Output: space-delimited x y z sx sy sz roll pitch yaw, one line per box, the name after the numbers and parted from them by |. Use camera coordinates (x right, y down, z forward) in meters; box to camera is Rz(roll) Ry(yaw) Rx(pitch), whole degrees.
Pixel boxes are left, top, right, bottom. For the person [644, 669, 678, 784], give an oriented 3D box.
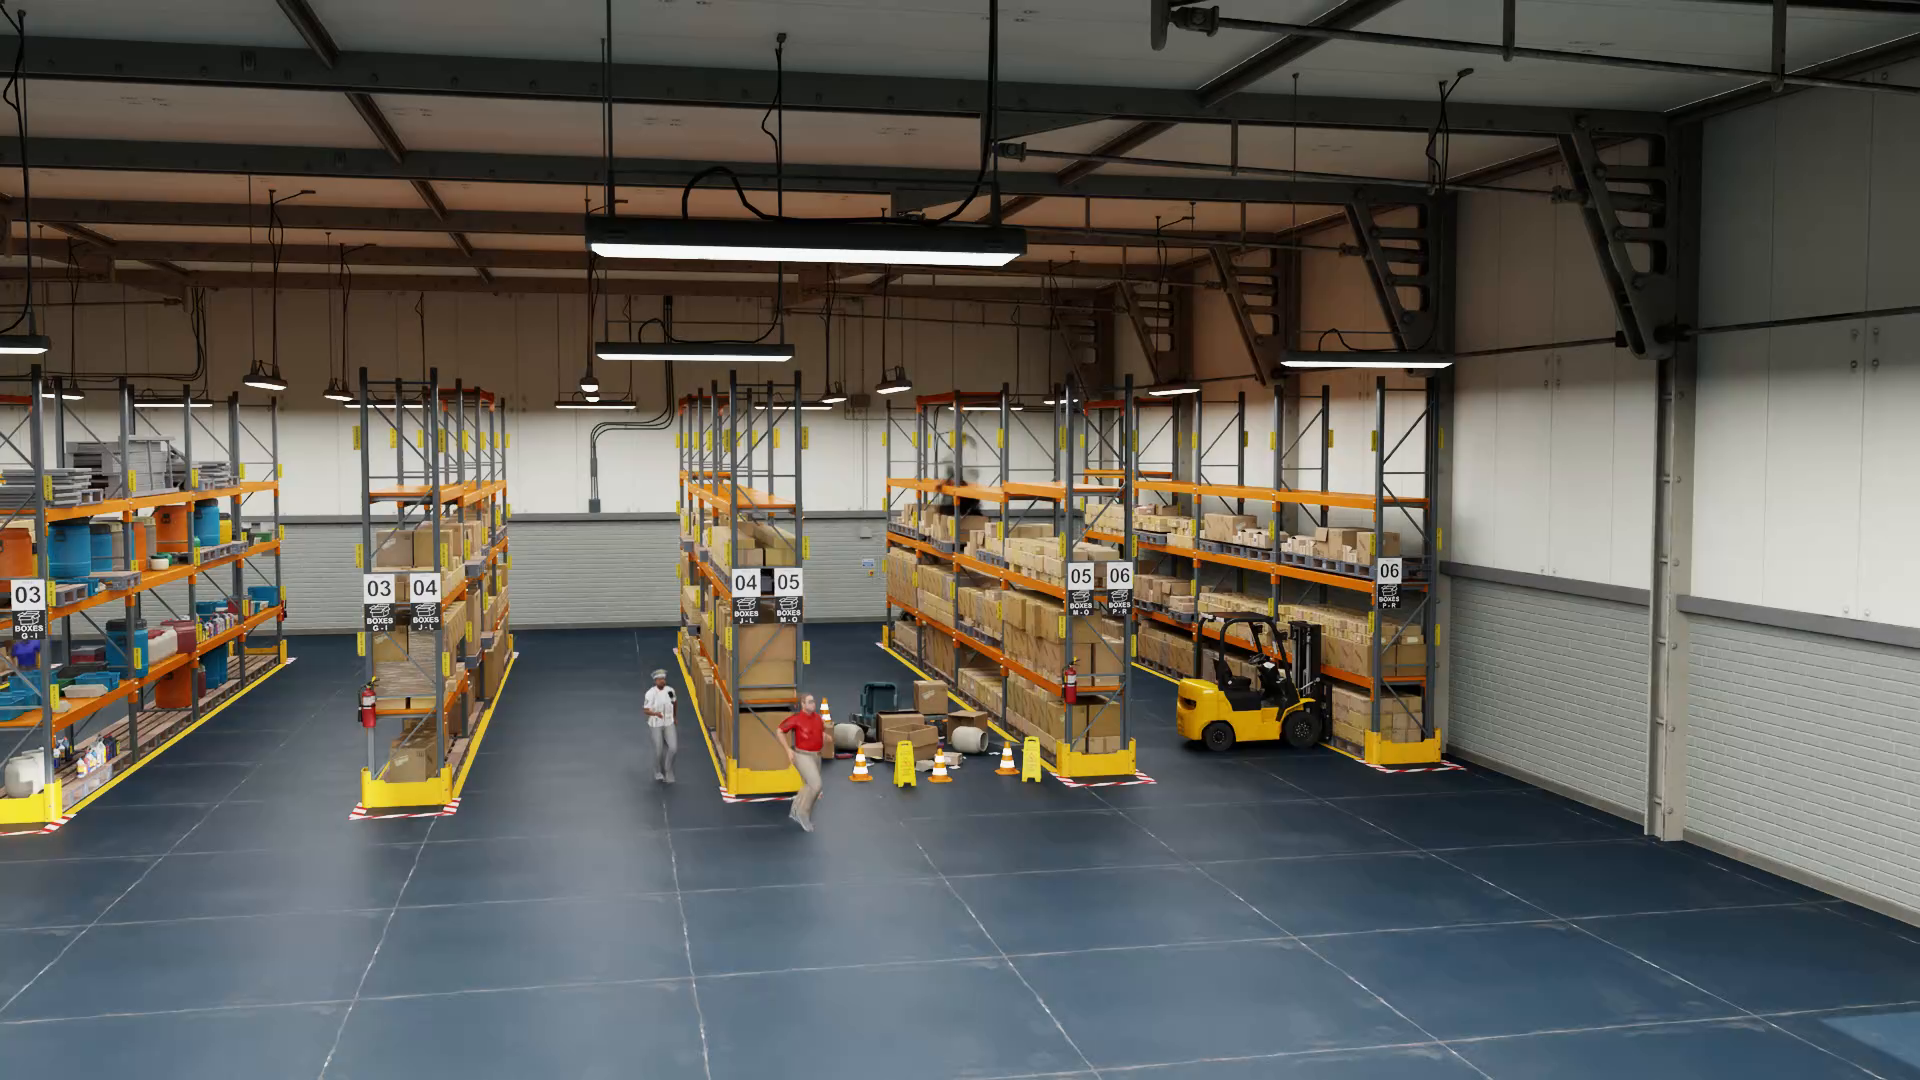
-4.331 2.726 24.253 0.548 1.698 0.673 -2 4 -24 | person

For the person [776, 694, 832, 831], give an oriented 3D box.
-1.950 2.874 21.500 0.727 1.768 0.634 2 4 32 | person

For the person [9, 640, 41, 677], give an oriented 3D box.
-16.962 2.408 30.264 0.608 1.603 0.581 -1 4 -16 | person

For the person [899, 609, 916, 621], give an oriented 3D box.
-1.186 1.662 41.750 0.729 1.808 0.758 0 3 1 | person
